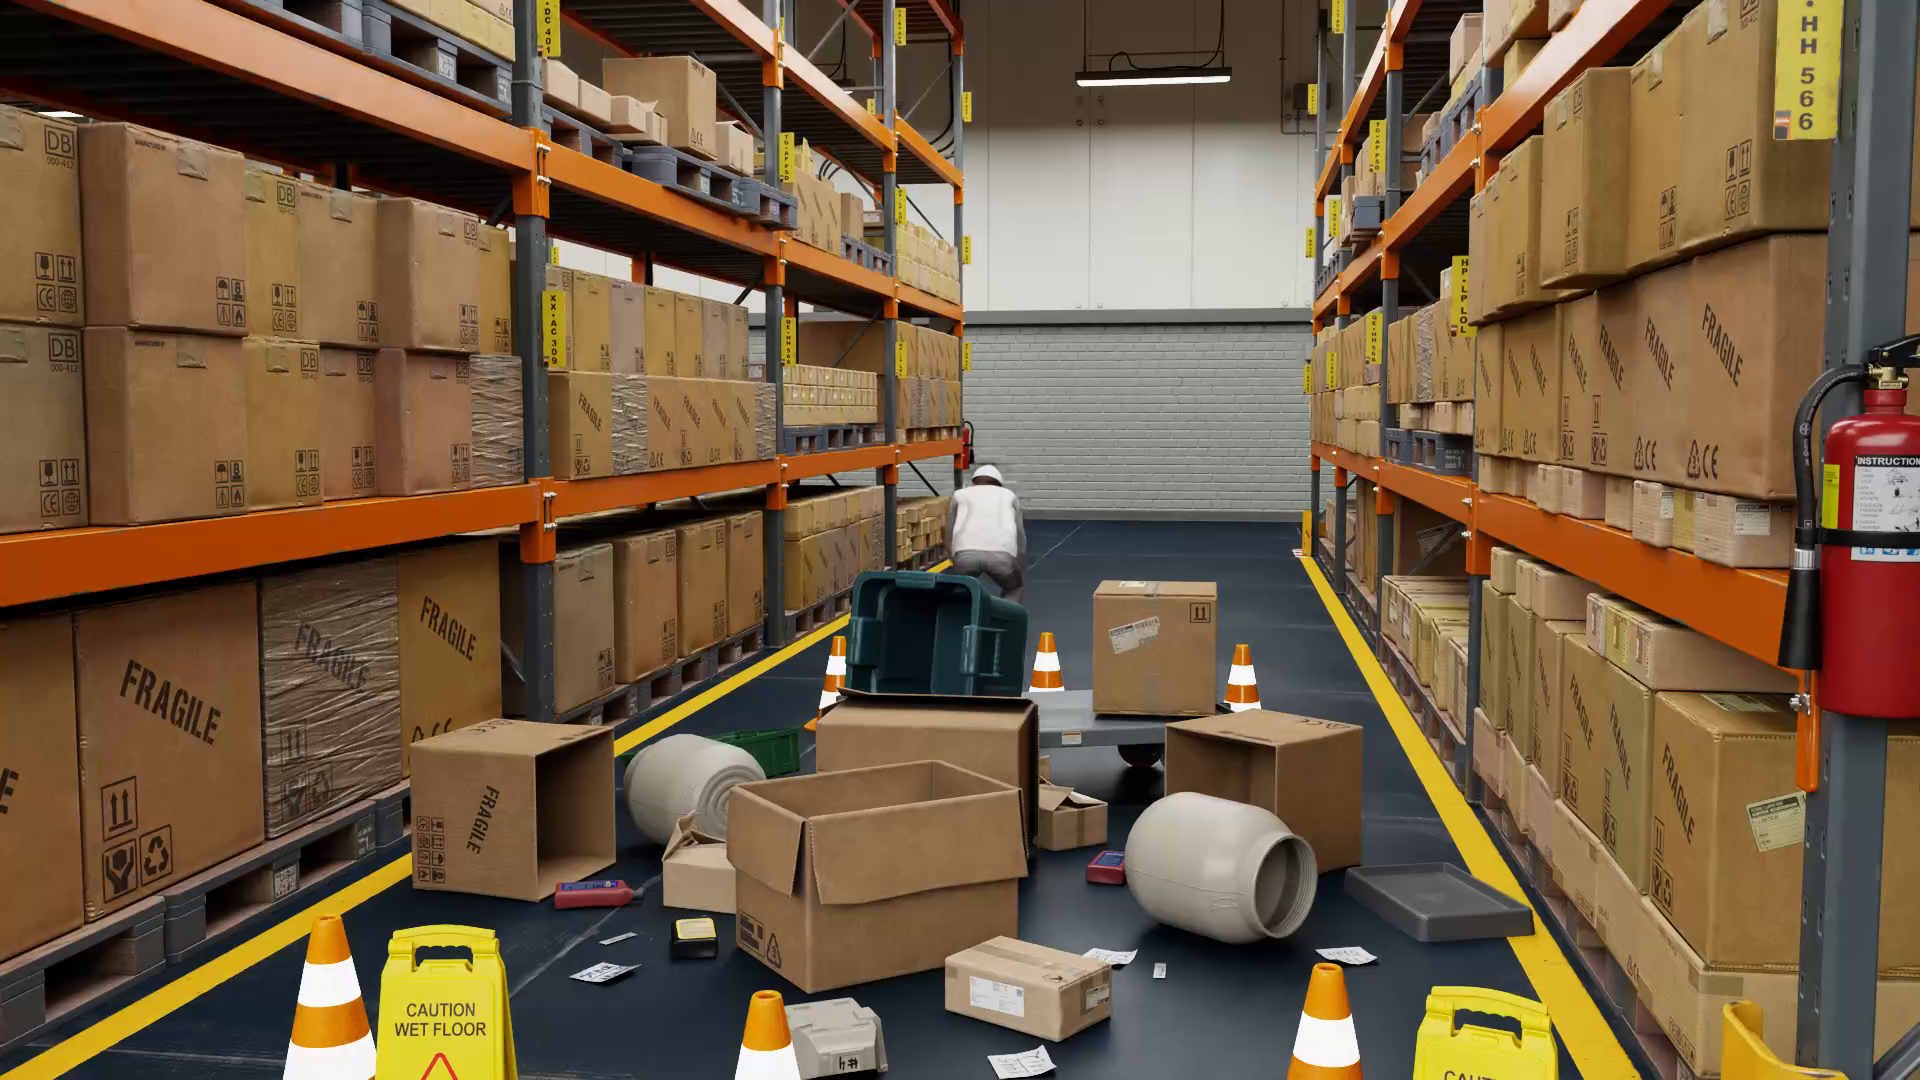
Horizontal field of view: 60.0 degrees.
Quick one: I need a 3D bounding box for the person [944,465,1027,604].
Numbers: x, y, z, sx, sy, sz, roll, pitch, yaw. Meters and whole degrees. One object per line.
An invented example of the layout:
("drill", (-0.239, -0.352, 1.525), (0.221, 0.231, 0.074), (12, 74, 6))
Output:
("person", (0.159, 0.109, 11.534), (0.578, 1.240, 0.842), (1, 4, 9))
